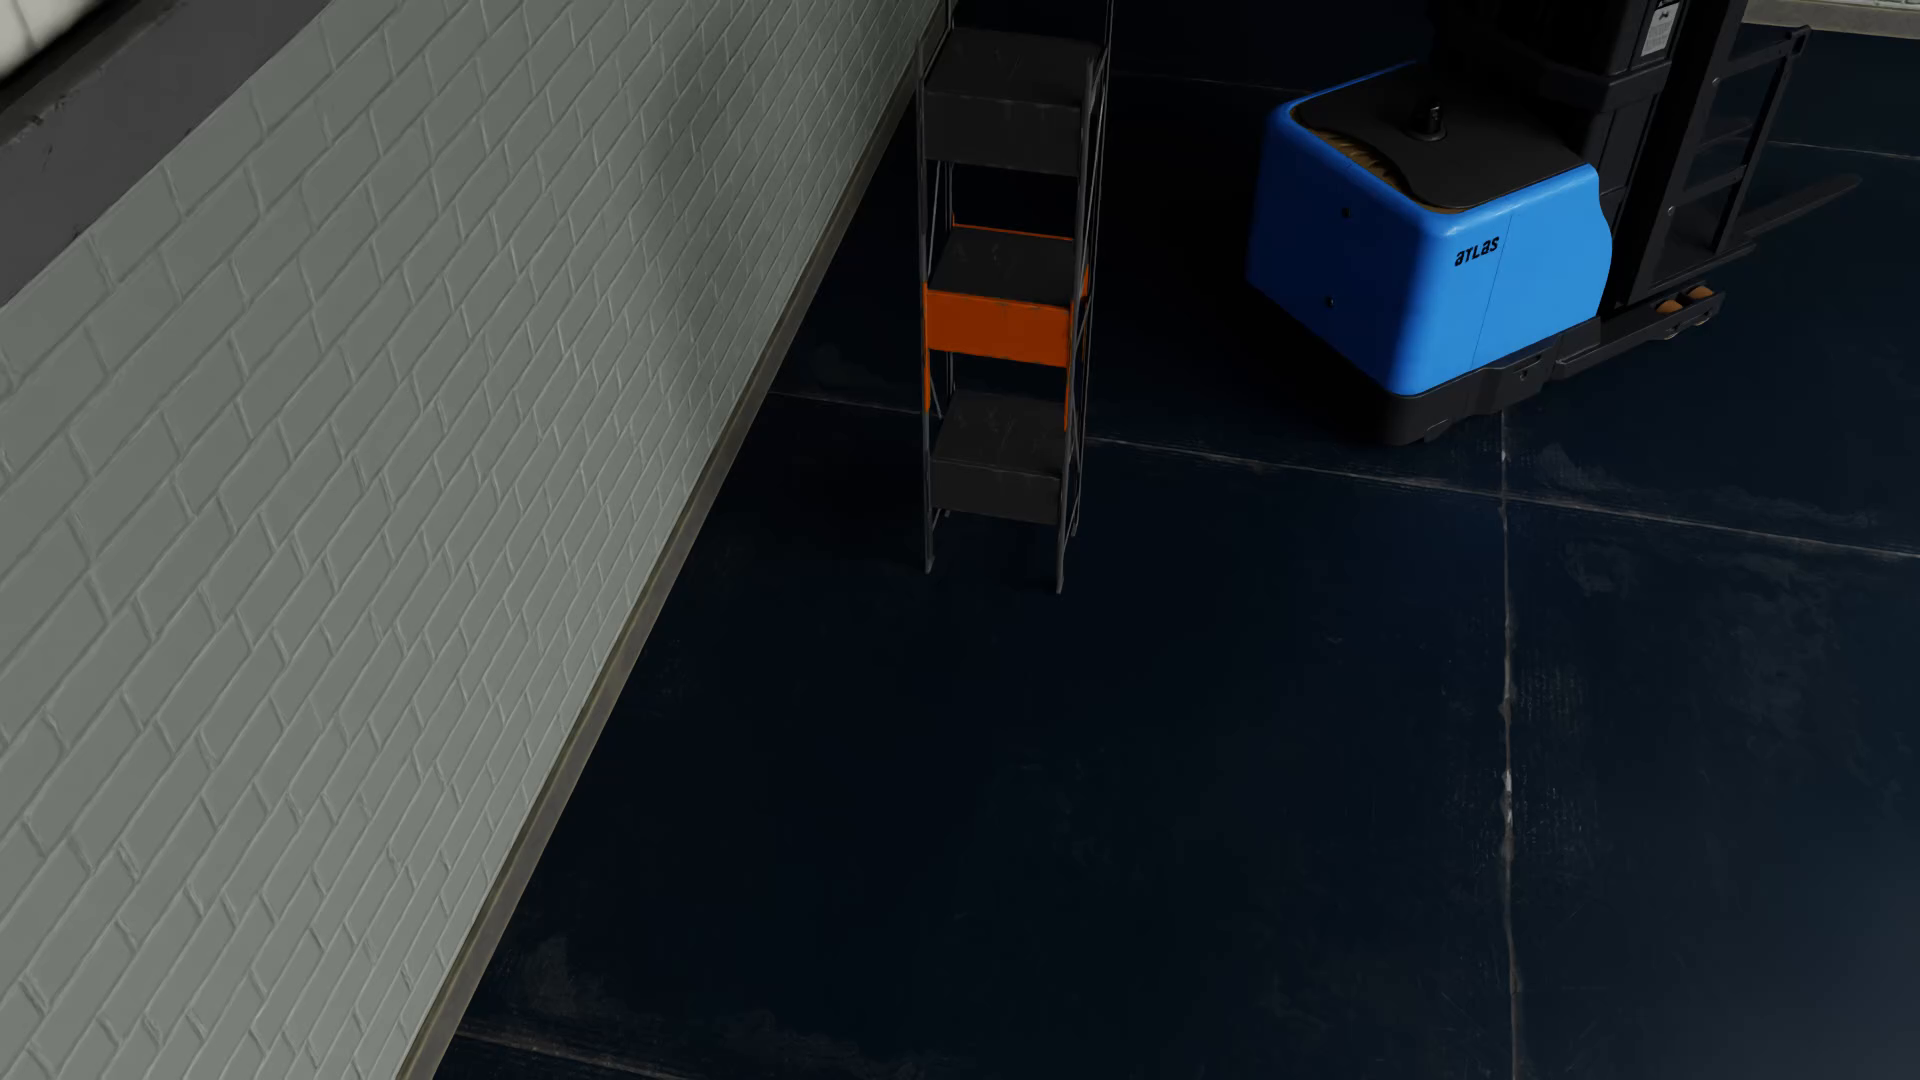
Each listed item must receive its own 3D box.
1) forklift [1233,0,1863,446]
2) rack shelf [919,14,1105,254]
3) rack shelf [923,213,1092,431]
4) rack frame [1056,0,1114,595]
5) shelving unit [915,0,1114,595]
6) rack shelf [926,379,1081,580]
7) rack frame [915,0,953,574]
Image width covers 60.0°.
[{"bbox_3d":[2.696,-2.206,6.429,3.031,2.935,1.130,-23,48,-22],"label":"forklift"},{"bbox_3d":[0.162,-1.226,5.020,0.480,0.518,0.431,9,45,9],"label":"rack shelf"},{"bbox_3d":[0.162,-0.722,5.505,0.480,0.518,0.431,9,45,9],"label":"rack shelf"},{"bbox_3d":[0.400,-0.694,5.457,0.015,2.100,0.400,9,45,9],"label":"rack frame"},{"bbox_3d":[0.162,-0.731,5.496,0.503,2.100,0.431,9,45,9],"label":"shelving unit"},{"bbox_3d":[0.162,-0.217,5.991,0.480,0.518,0.431,9,45,9],"label":"rack shelf"},{"bbox_3d":[-0.077,-0.768,5.534,0.015,2.100,0.400,9,45,9],"label":"rack frame"}]
